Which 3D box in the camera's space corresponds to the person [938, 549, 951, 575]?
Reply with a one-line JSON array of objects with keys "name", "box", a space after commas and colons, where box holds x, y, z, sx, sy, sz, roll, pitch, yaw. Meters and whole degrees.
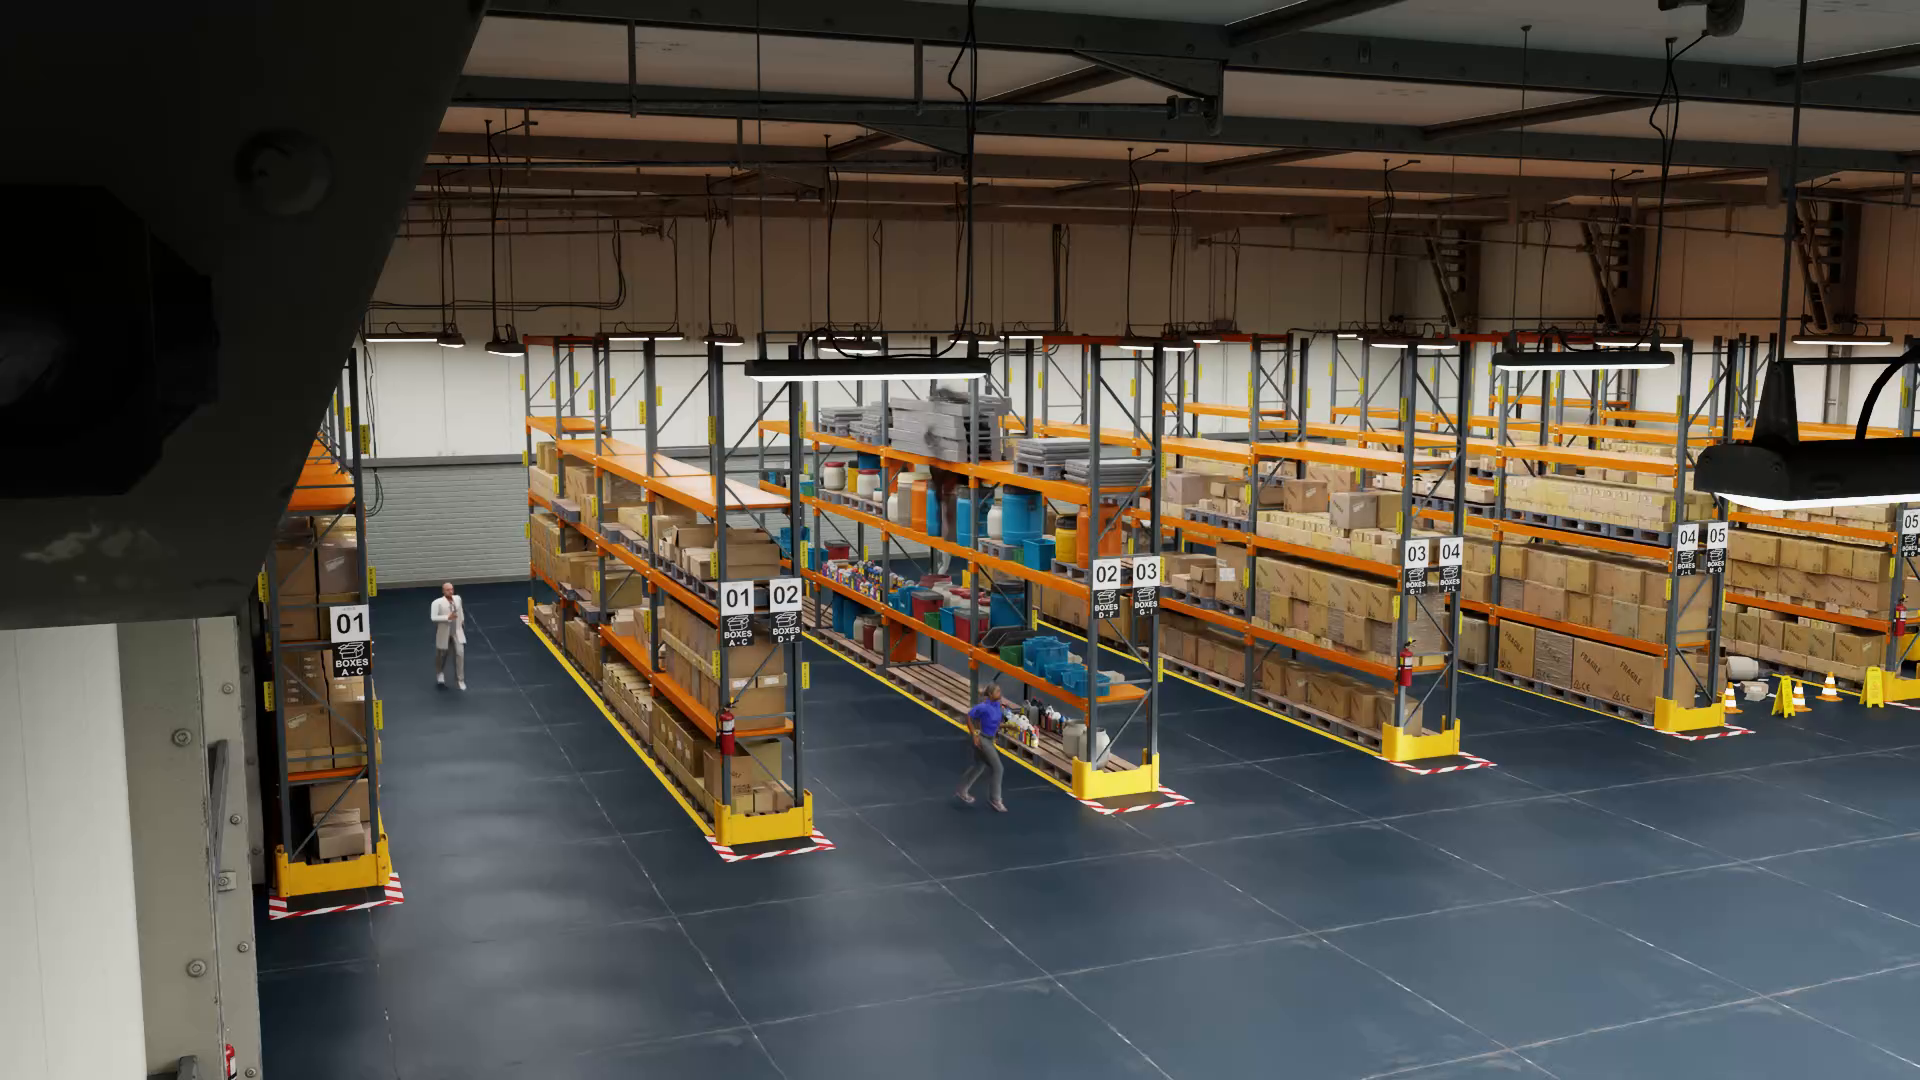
[{"name": "person", "box": [-0.328, 0.261, 39.574, 0.657, 1.608, 0.635, 6, 10, 40]}]

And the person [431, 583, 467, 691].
[{"name": "person", "box": [-8.805, 1.632, 28.614, 0.681, 1.822, 0.977, -6, 10, -38]}]

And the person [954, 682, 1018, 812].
[{"name": "person", "box": [0.325, 2.681, 21.557, 0.862, 1.713, 0.507, 2, 8, 15]}]

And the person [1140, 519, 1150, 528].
[{"name": "person", "box": [4.529, 0.019, 41.547, 0.944, 1.606, 0.694, -4, 9, -27]}]
